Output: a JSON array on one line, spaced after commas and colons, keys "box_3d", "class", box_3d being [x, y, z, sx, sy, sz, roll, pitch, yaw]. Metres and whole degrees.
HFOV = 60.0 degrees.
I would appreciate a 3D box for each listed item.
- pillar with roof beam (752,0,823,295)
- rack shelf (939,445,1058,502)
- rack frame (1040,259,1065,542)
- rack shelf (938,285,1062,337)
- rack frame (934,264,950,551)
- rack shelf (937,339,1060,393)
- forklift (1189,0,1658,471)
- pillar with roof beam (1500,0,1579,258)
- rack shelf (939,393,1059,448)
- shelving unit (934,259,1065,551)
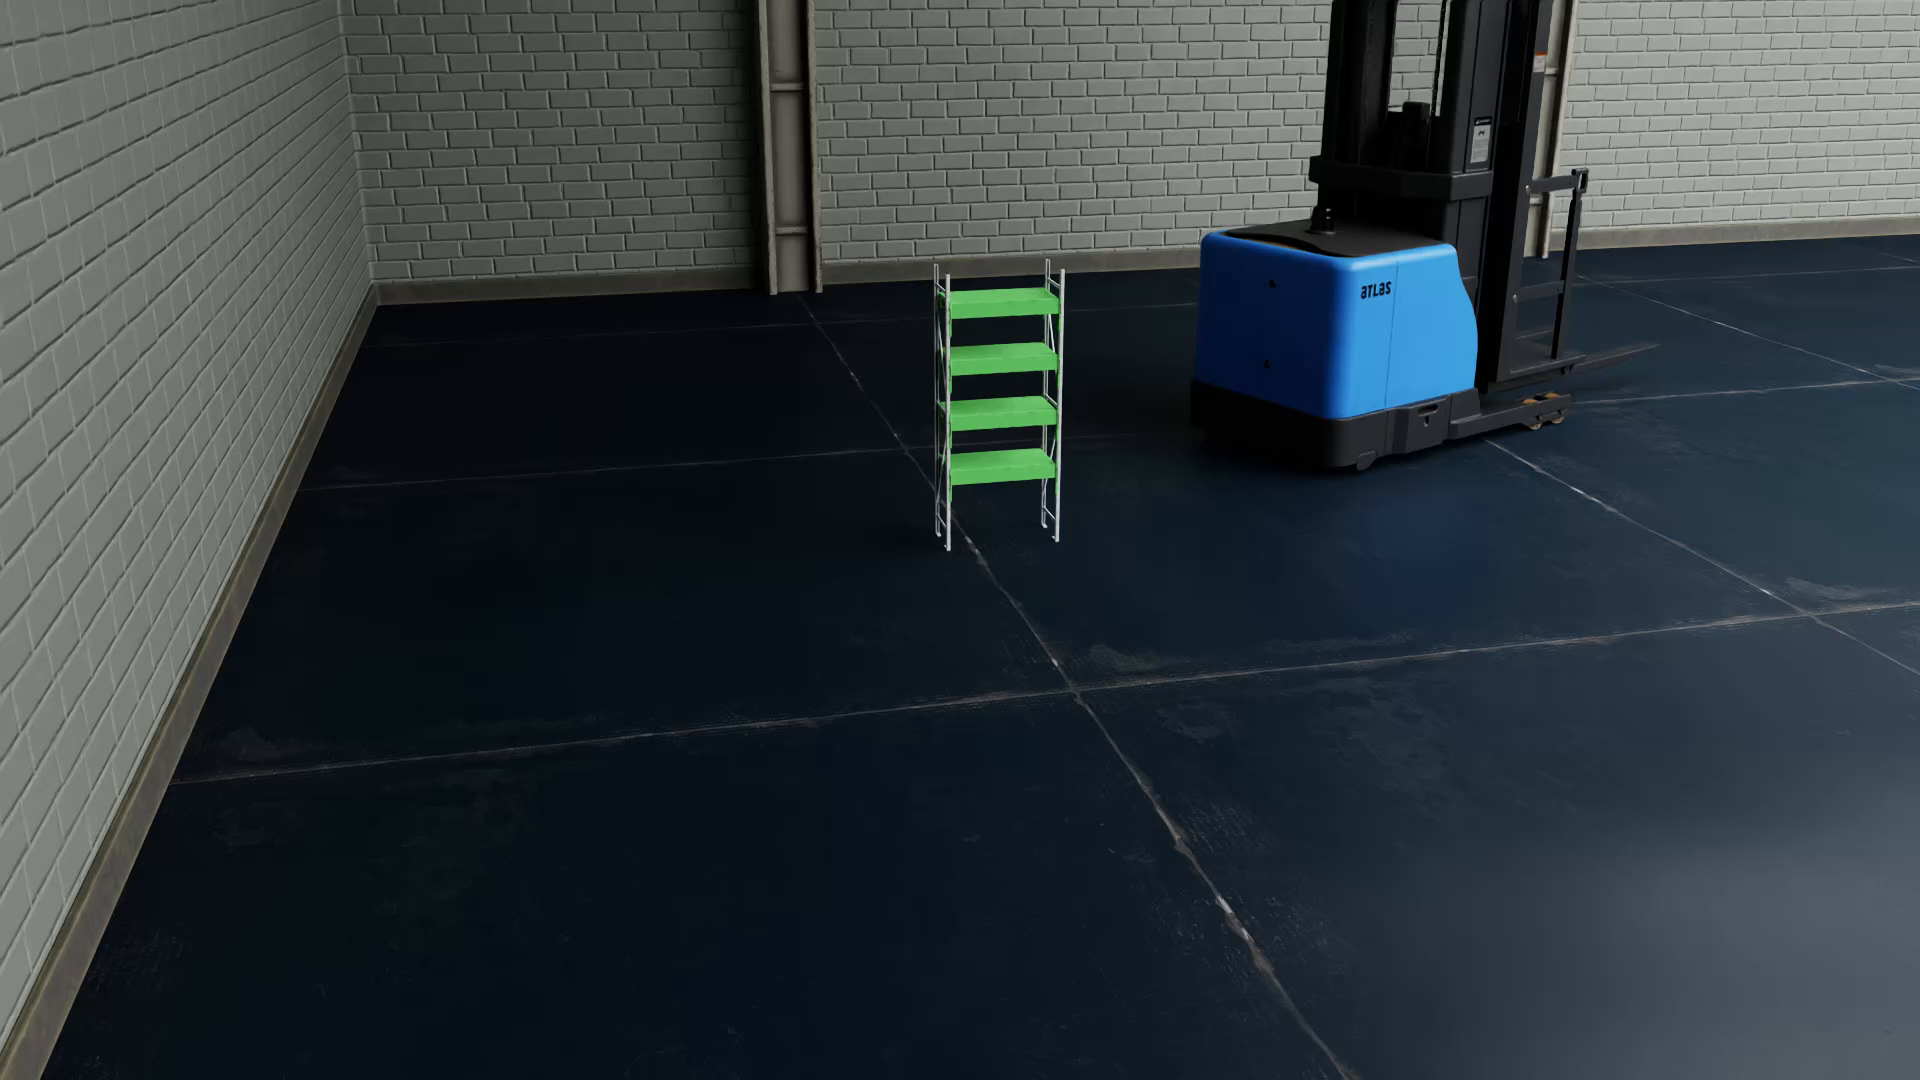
[{"box_3d": [-0.255, -4.657, 6.946, 0.400, 9.000, 9.100, -5, 21, -12], "class": "pillar with roof beam"}, {"box_3d": [0.161, -0.291, 7.248, 0.480, 0.148, 0.258, -5, 21, -12], "class": "rack shelf"}, {"box_3d": [0.399, -0.596, 7.197, 0.015, 1.200, 0.240, -5, 21, -12], "class": "rack frame"}, {"box_3d": [0.161, -0.967, 7.001, 0.480, 0.148, 0.258, -5, 21, -12], "class": "rack shelf"}, {"box_3d": [-0.076, -0.557, 7.091, 0.015, 1.200, 0.240, -5, 21, -12], "class": "rack frame"}, {"box_3d": [0.161, -0.742, 7.083, 0.480, 0.148, 0.258, -5, 21, -12], "class": "rack shelf"}, {"box_3d": [2.701, -2.099, 8.783, 3.031, 2.935, 1.130, -14, 24, -34], "class": "forklift"}, {"box_3d": [5.584, -5.132, 8.243, 0.400, 9.000, 9.100, -5, 21, -12], "class": "pillar with roof beam"}, {"box_3d": [0.161, -0.516, 7.166, 0.480, 0.148, 0.258, -5, 21, -12], "class": "rack shelf"}, {"box_3d": [0.161, -0.576, 7.144, 0.503, 1.200, 0.258, -5, 21, -12], "class": "shelving unit"}]
